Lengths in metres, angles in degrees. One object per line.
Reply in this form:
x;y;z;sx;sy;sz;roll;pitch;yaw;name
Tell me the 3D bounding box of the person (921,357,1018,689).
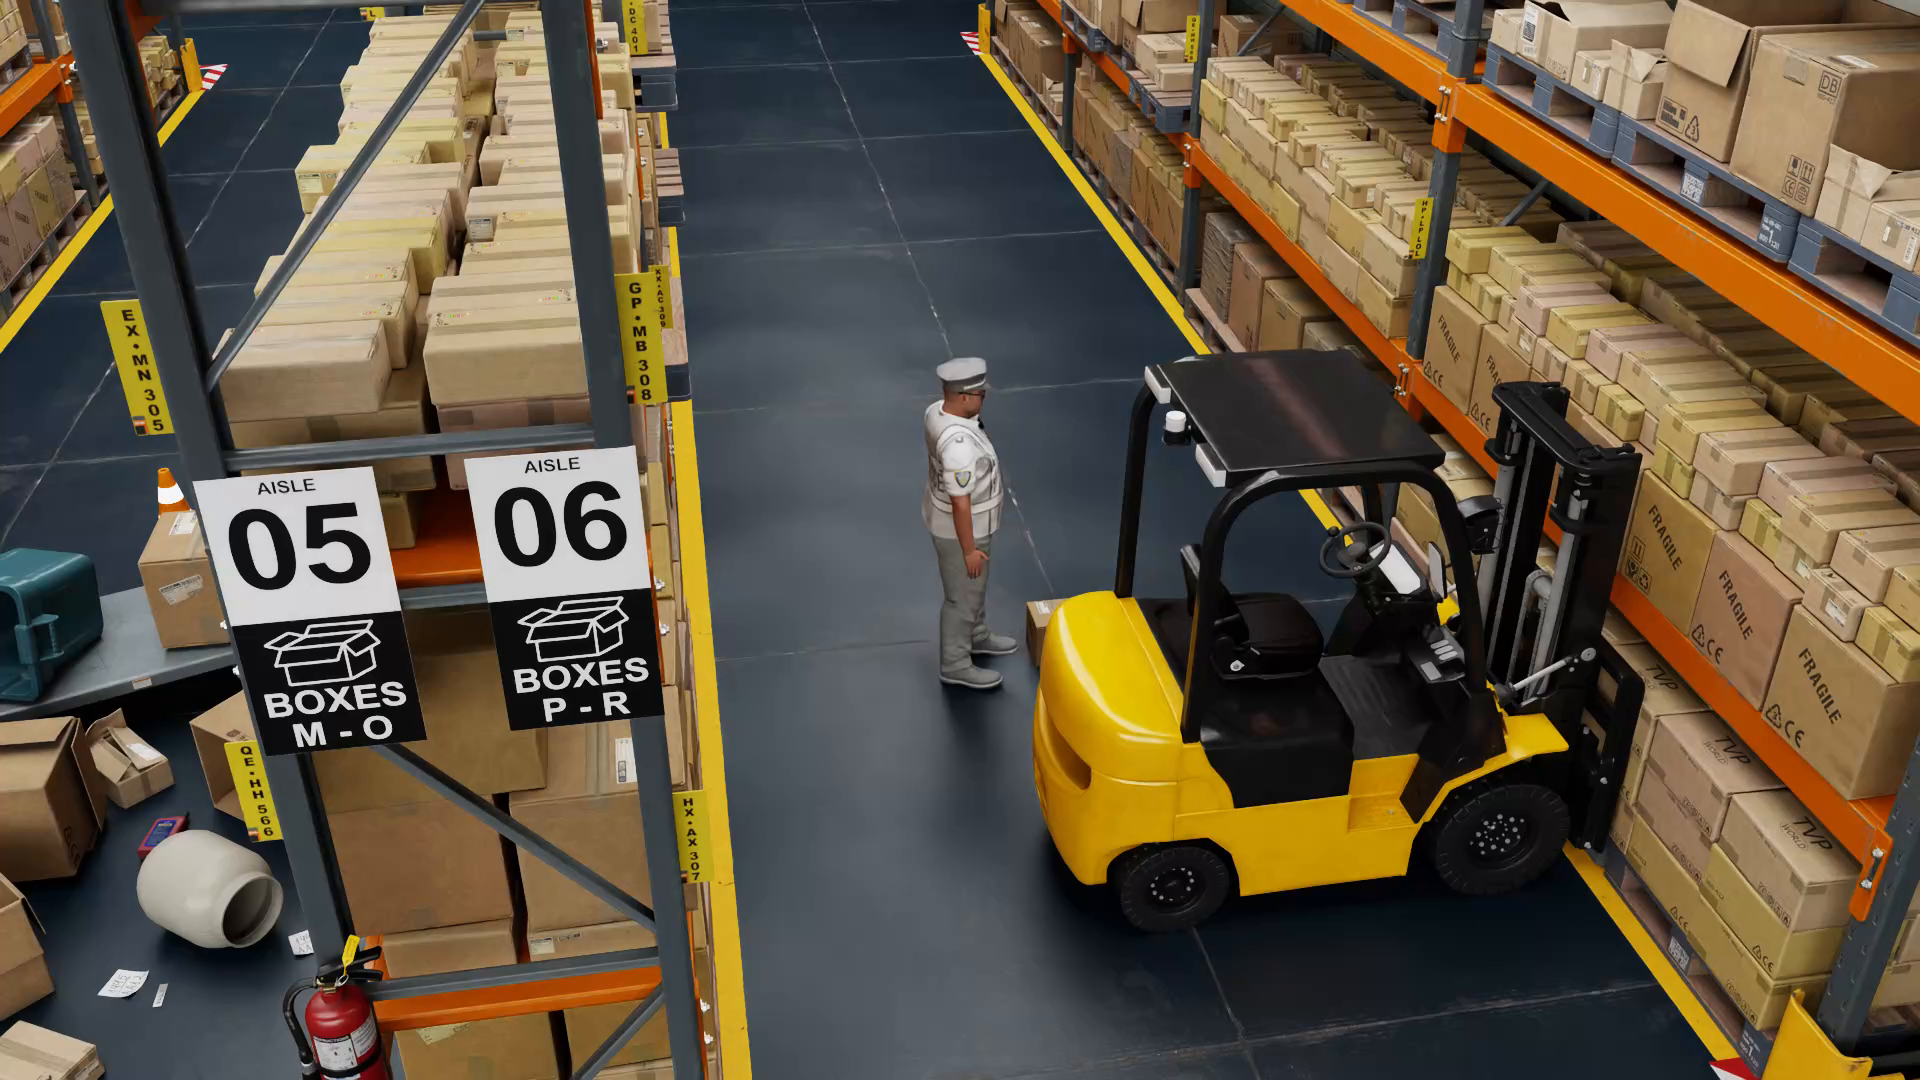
0.079;-0.083;8.267;0.526;1.766;0.594;-5;31;-9;person
